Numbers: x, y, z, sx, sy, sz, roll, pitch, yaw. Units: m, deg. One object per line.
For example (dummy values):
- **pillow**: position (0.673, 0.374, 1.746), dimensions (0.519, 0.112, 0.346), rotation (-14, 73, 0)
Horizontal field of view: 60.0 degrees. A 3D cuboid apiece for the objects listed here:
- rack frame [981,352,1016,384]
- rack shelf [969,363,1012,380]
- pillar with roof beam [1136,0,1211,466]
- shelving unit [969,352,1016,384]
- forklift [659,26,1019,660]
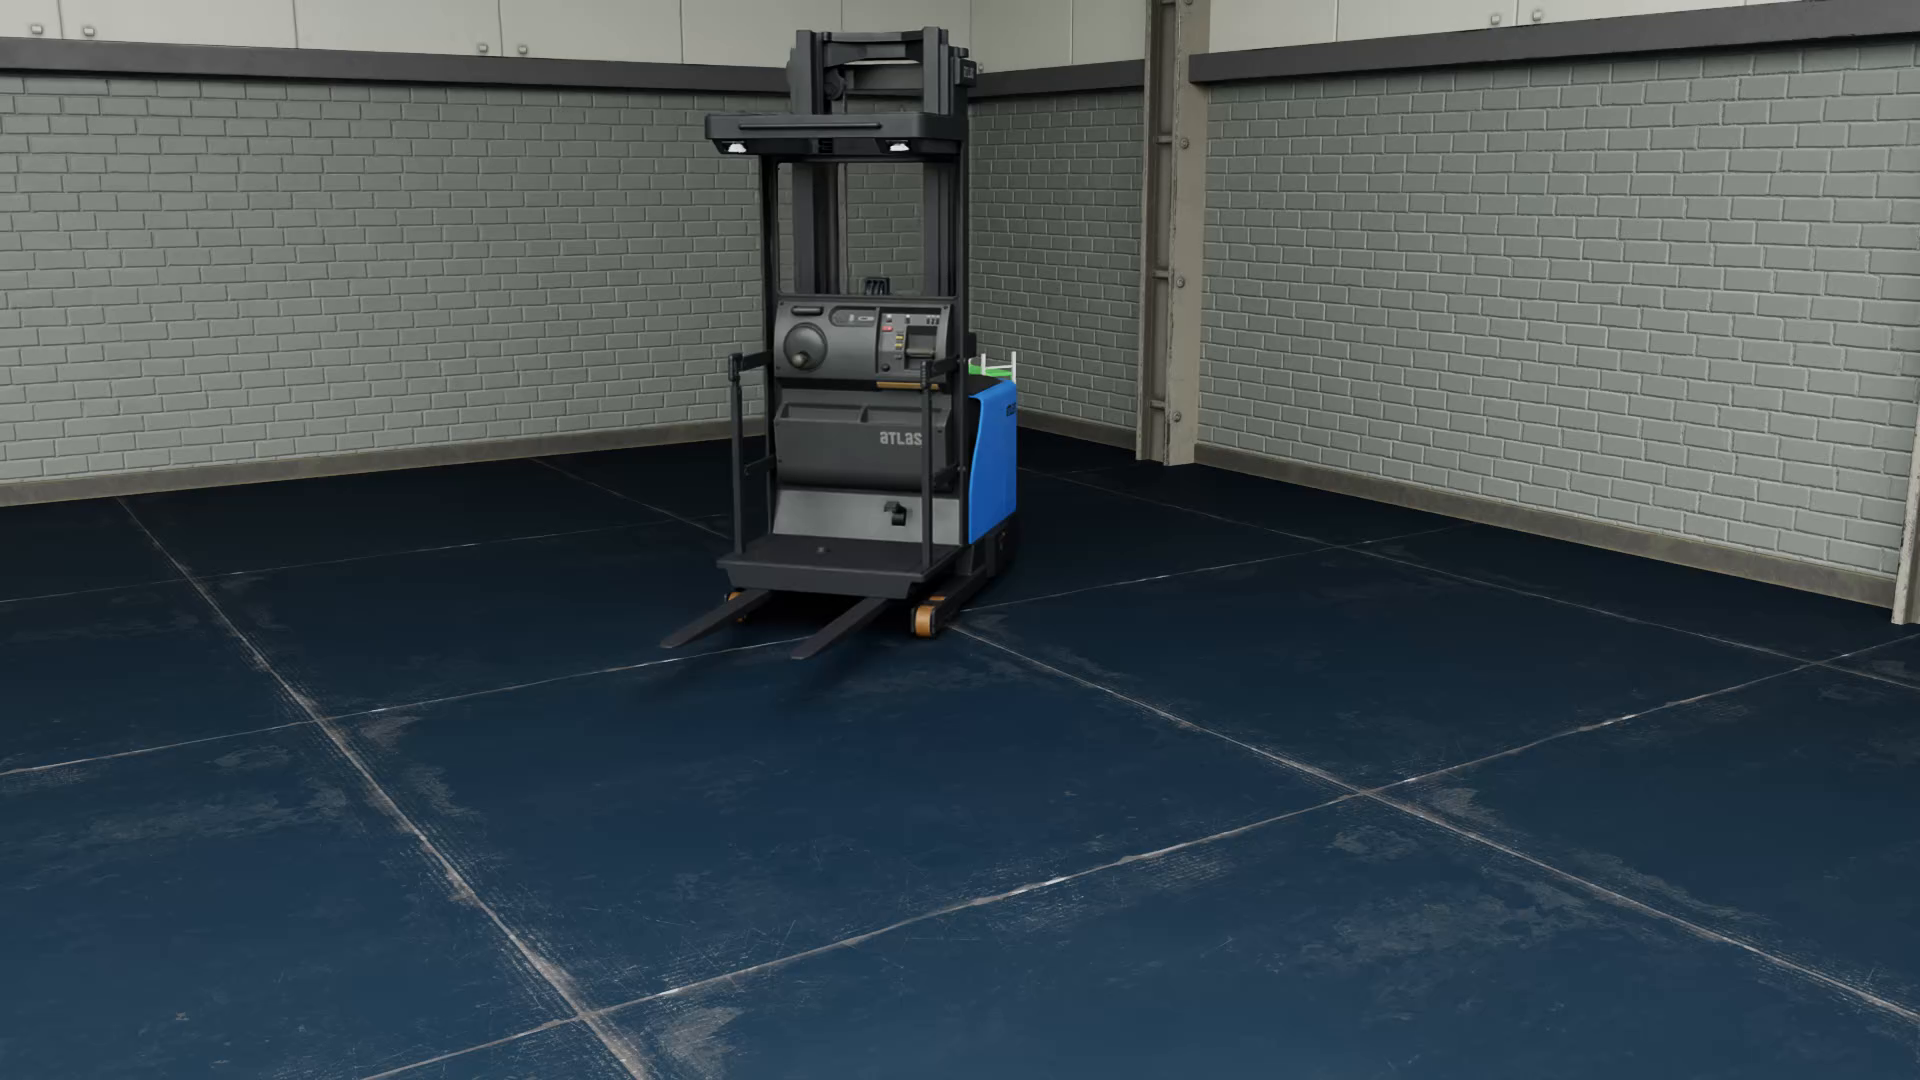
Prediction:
- **rack frame**: position (0.227, -0.513, 9.901), dimensions (0.240, 1.200, 0.015), rotation (-8, 15, -33)
- **rack shelf**: position (0.092, -0.963, 10.010), dimensions (0.258, 0.148, 0.480), rotation (-8, 15, -33)
- **pillar with roof beam**: position (-1.942, -4.519, 9.961), dimensions (9.100, 9.000, 0.400), rotation (-8, 15, -33)
- **shelving unit**: position (0.092, -0.557, 10.099), dimensions (0.258, 1.200, 0.503), rotation (-8, 15, -33)
- **forklift**: position (-0.560, -1.043, 8.269), dimensions (1.130, 2.935, 3.031), rotation (4, 13, 16)
